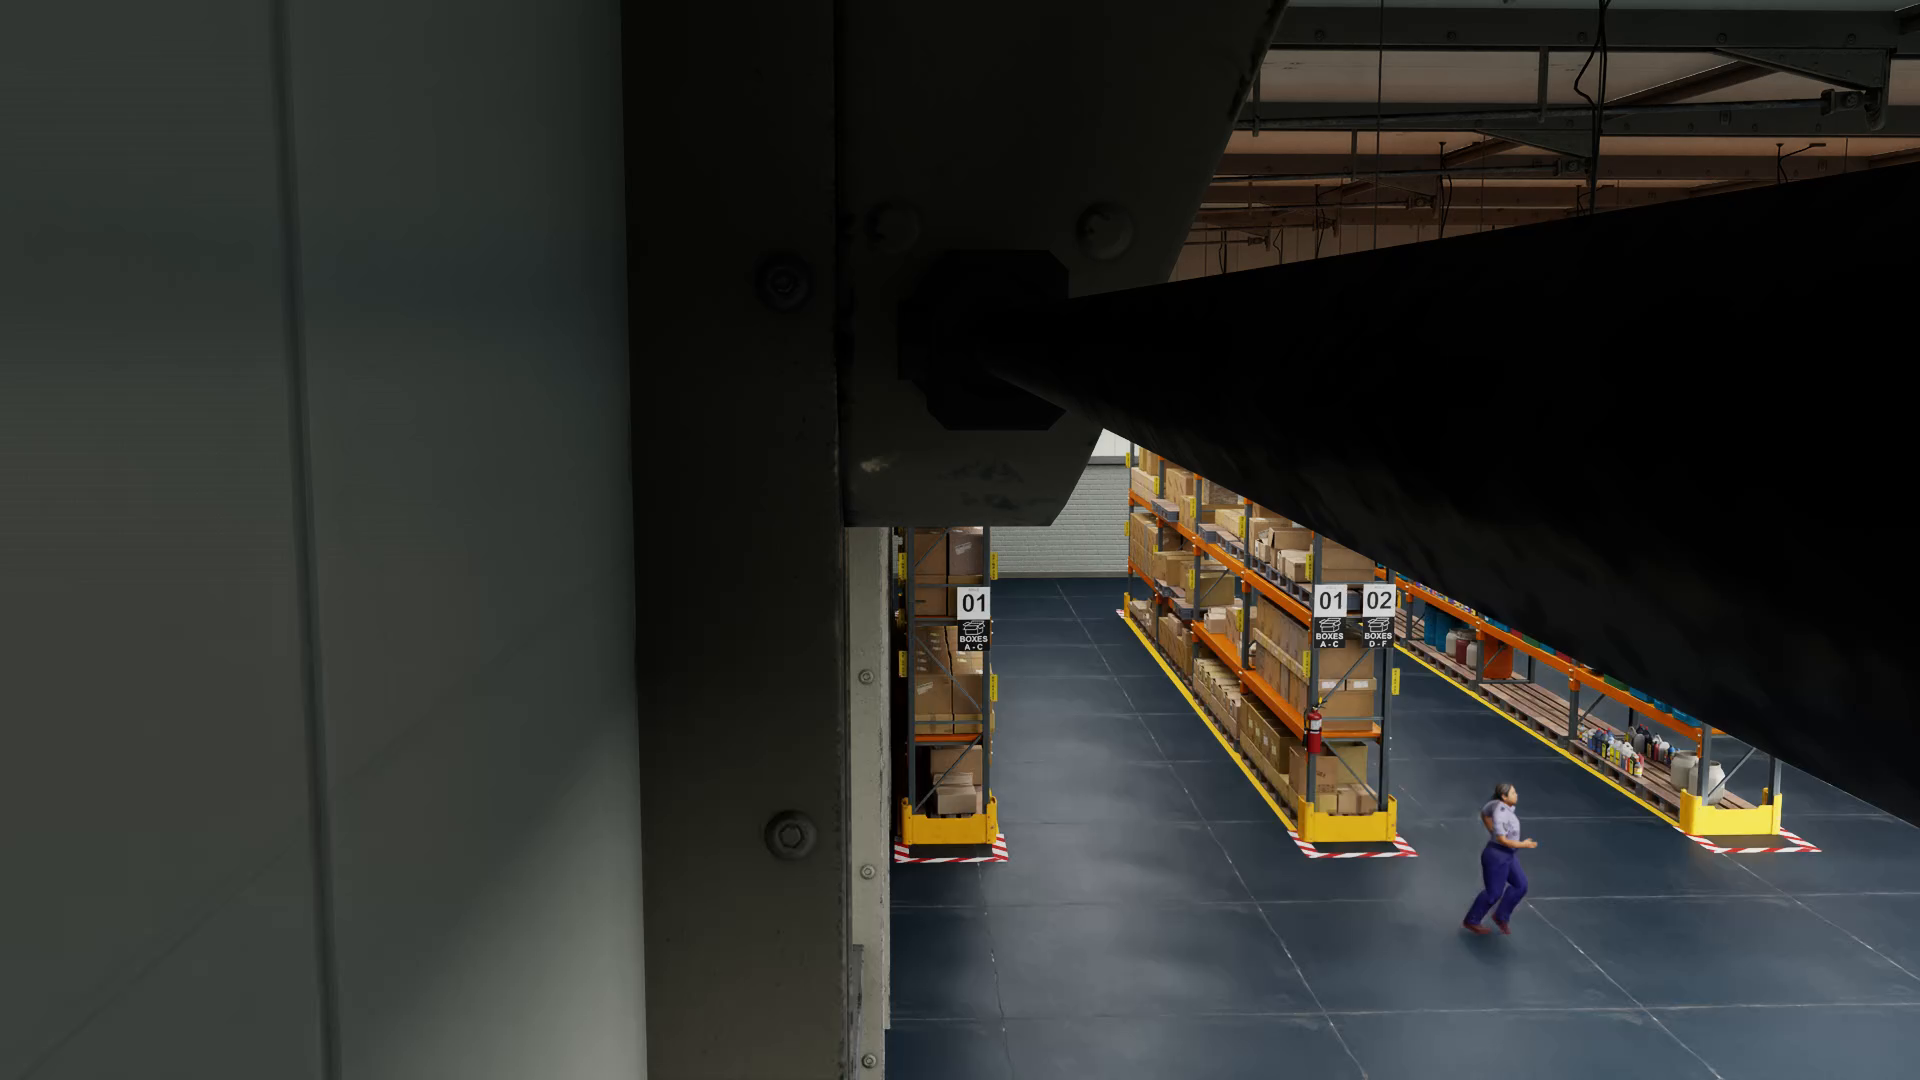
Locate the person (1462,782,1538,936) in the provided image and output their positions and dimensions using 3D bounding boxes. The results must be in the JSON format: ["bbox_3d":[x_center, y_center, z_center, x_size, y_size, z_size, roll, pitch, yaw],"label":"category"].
[{"bbox_3d":[5.622,3.337,17.274,0.709,1.702,0.618,3,8,24],"label":"person"}]
